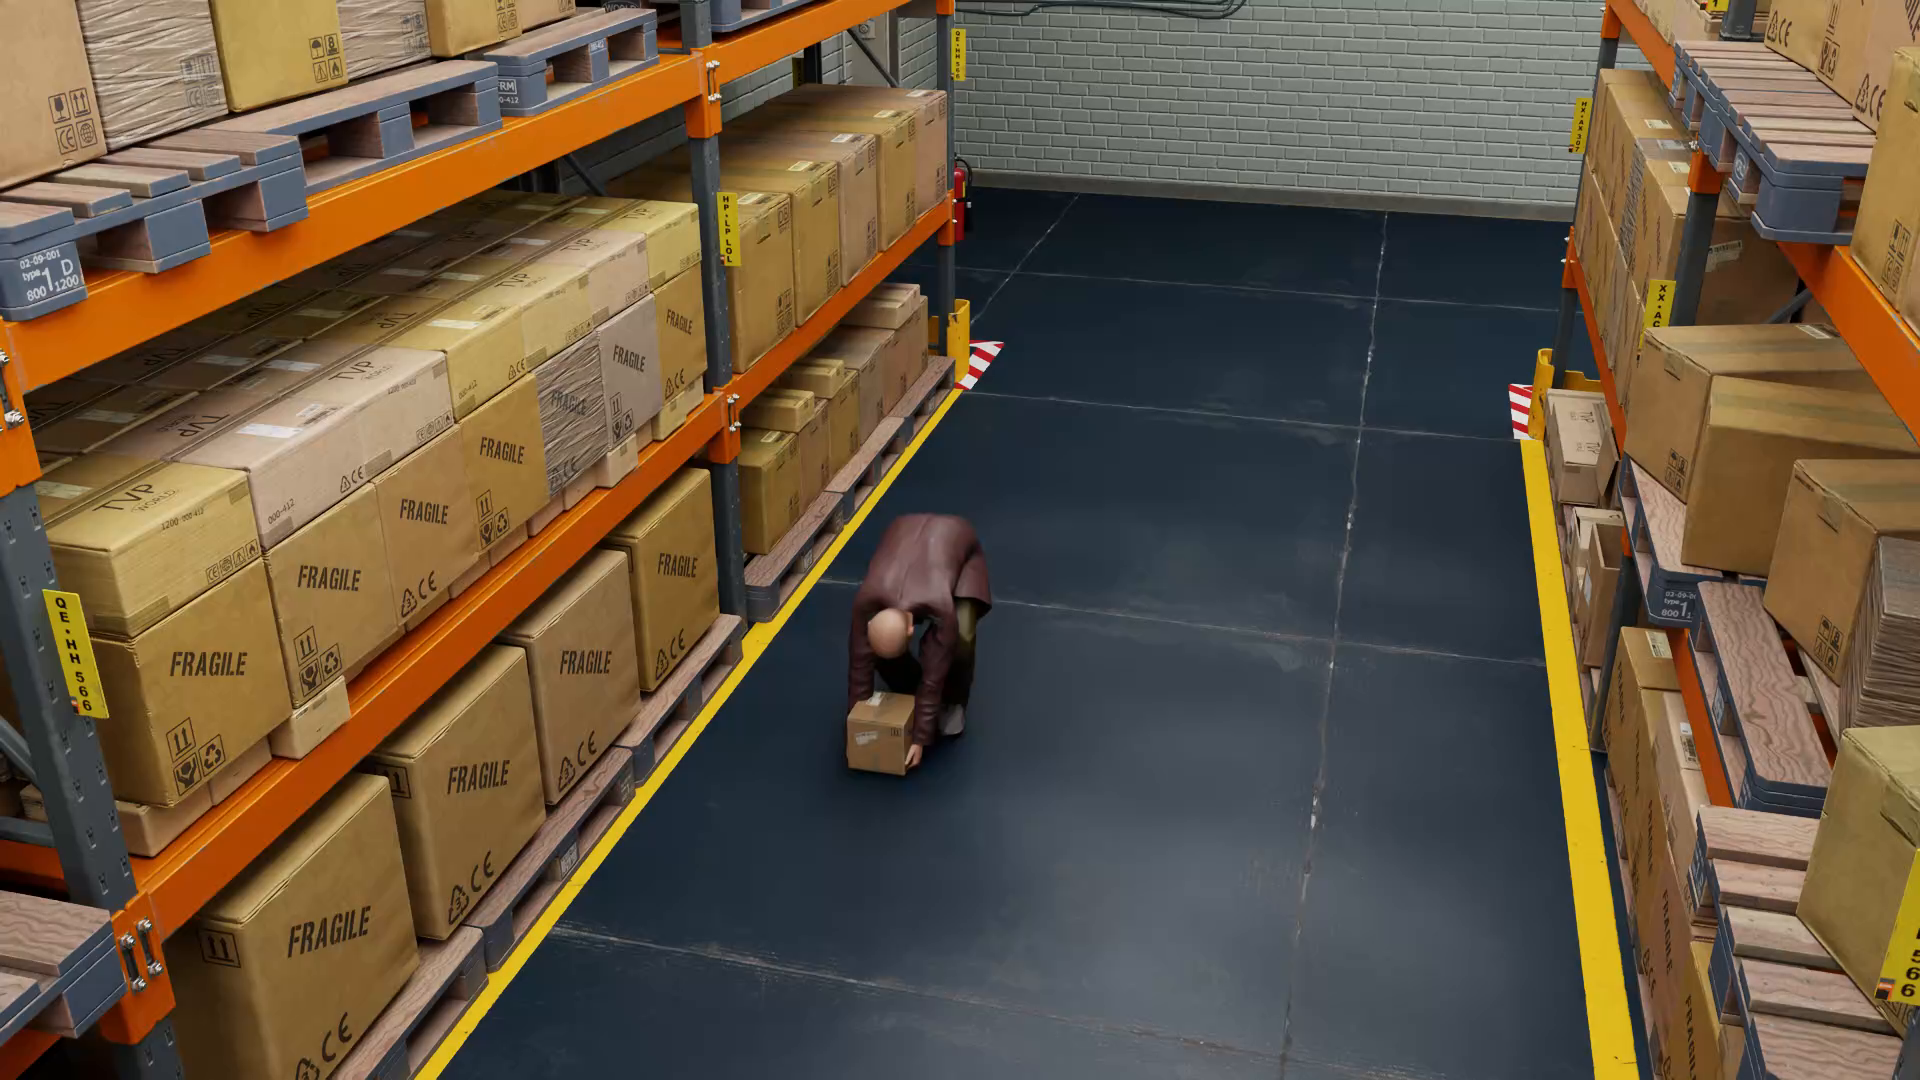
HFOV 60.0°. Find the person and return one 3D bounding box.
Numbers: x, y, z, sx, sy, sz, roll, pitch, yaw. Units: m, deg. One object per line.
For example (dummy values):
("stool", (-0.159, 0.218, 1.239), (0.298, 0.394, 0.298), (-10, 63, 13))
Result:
("person", (-0.170, 0.411, 7.215), (0.583, 0.952, 0.944), (5, 25, 11))
